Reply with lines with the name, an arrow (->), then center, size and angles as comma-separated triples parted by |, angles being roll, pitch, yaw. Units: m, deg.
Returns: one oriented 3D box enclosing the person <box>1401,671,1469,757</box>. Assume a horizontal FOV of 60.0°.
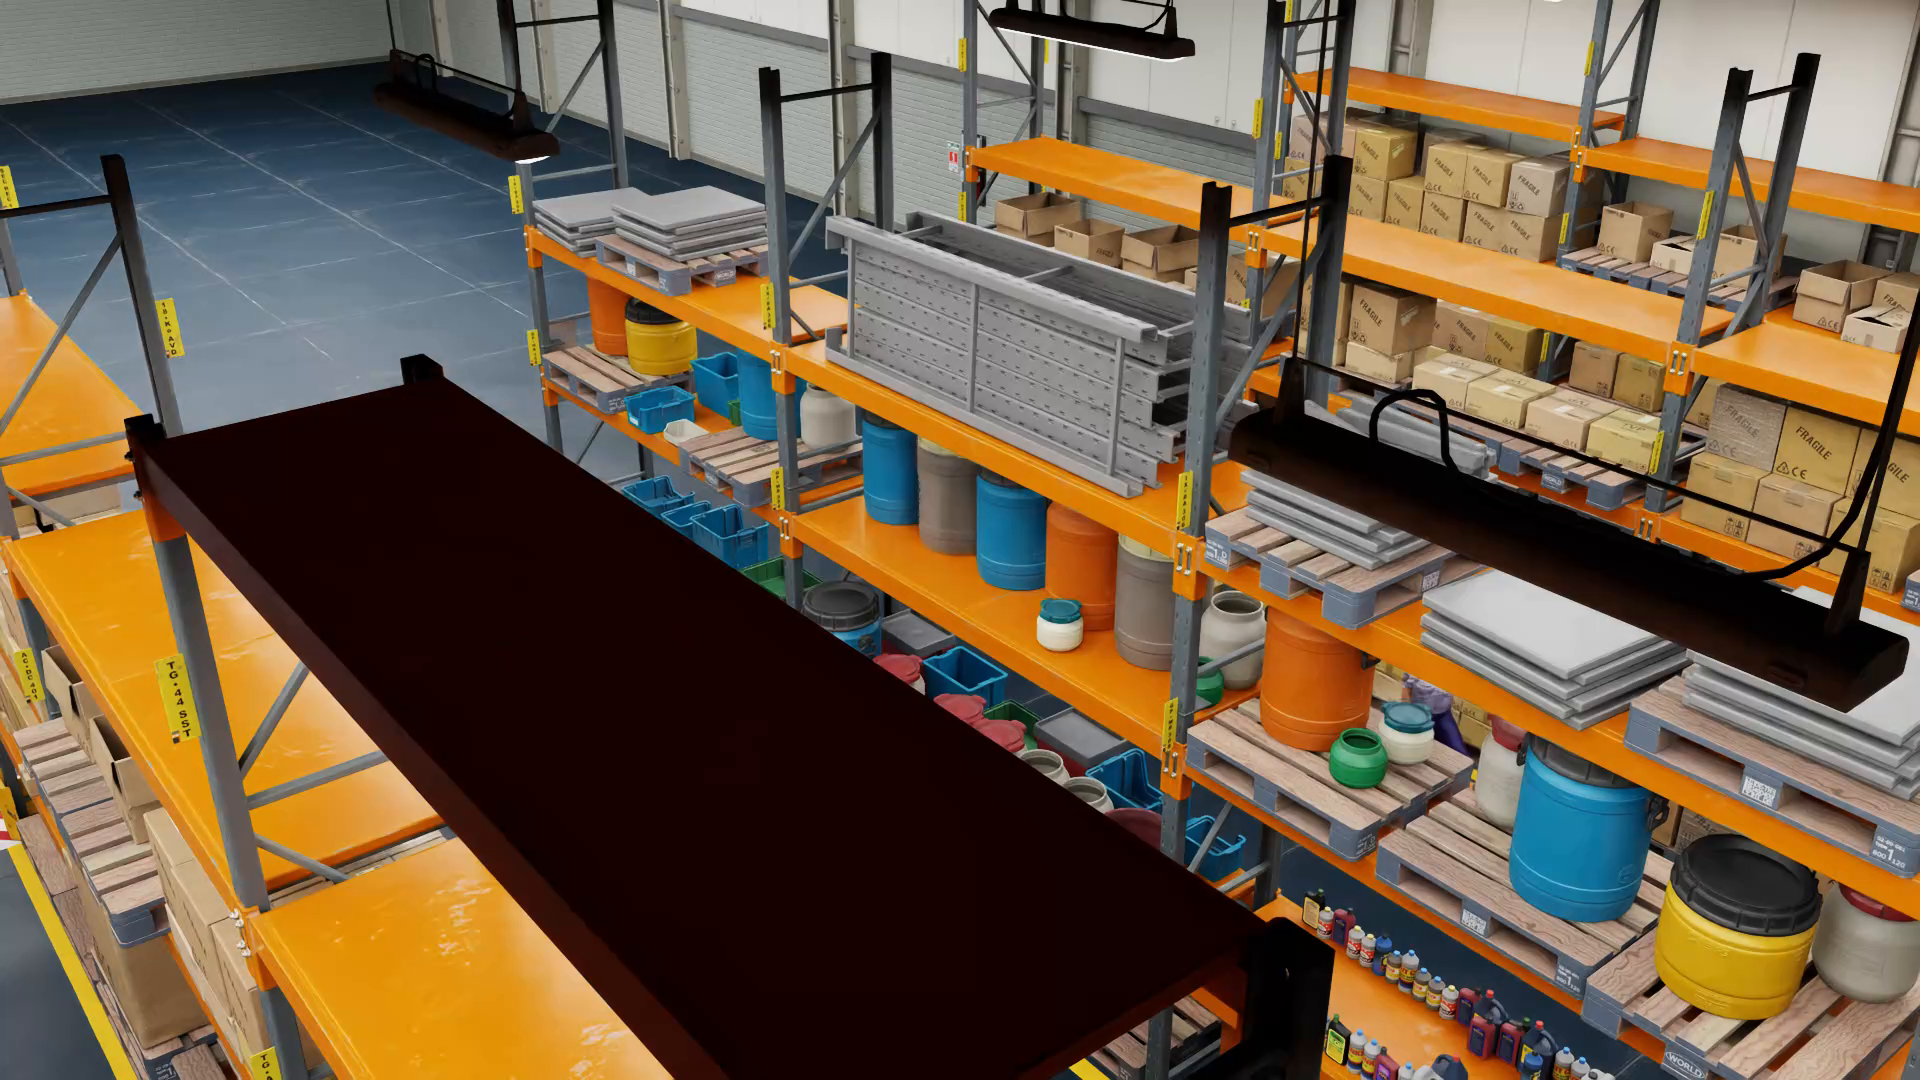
person -> 3.666, 1.361, 13.083 | 0.596, 1.556, 0.687 | -3, 26, -7
